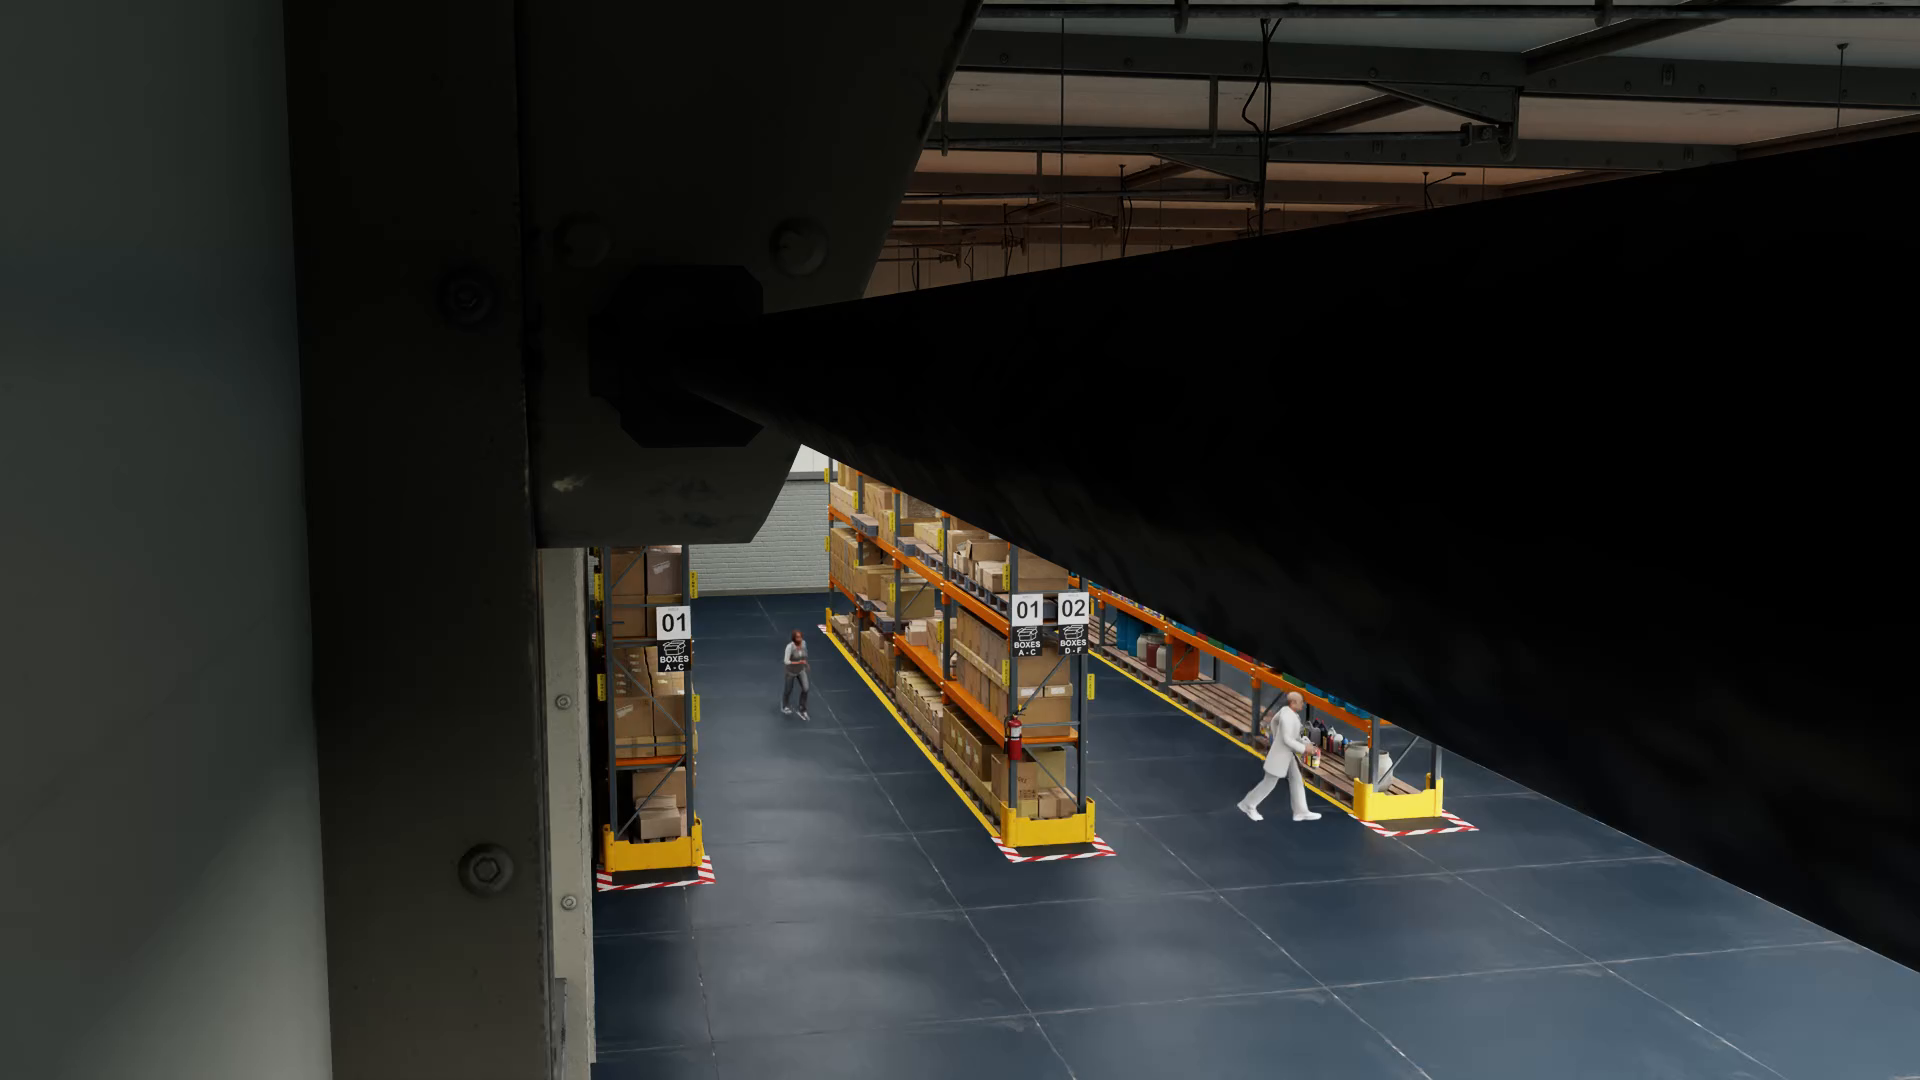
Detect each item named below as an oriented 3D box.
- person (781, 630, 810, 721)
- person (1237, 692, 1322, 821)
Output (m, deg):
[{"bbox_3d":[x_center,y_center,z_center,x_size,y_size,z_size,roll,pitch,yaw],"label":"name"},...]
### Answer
[{"bbox_3d":[-2.760,2.251,27.951,0.545,1.561,0.904,-4,8,-30],"label":"person"},{"bbox_3d":[4.205,2.866,21.829,1.082,1.690,0.669,2,7,19],"label":"person"}]
